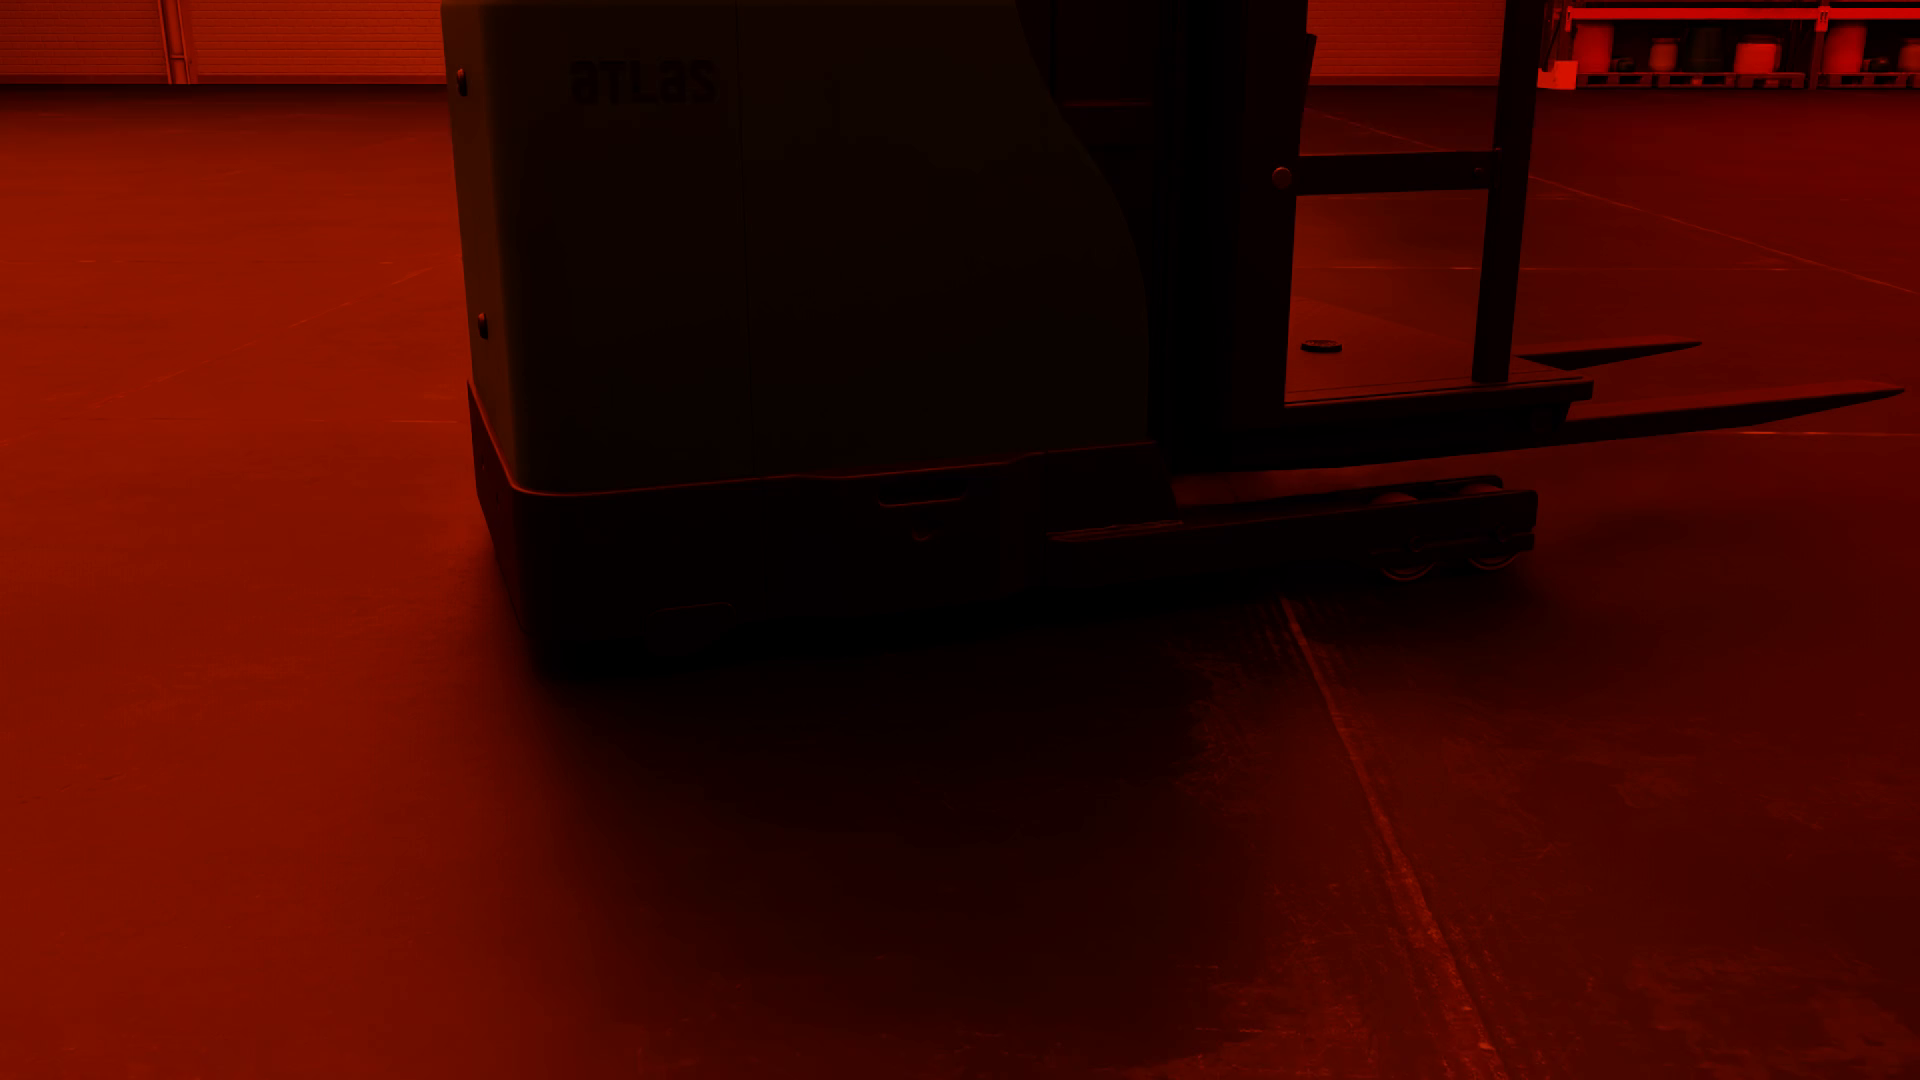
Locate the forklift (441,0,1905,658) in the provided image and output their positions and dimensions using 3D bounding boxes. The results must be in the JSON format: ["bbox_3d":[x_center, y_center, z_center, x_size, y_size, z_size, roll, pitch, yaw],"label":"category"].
[{"bbox_3d":[0.571,-1.462,3.137,3.031,2.935,1.130,-6,18,-19],"label":"forklift"}]
